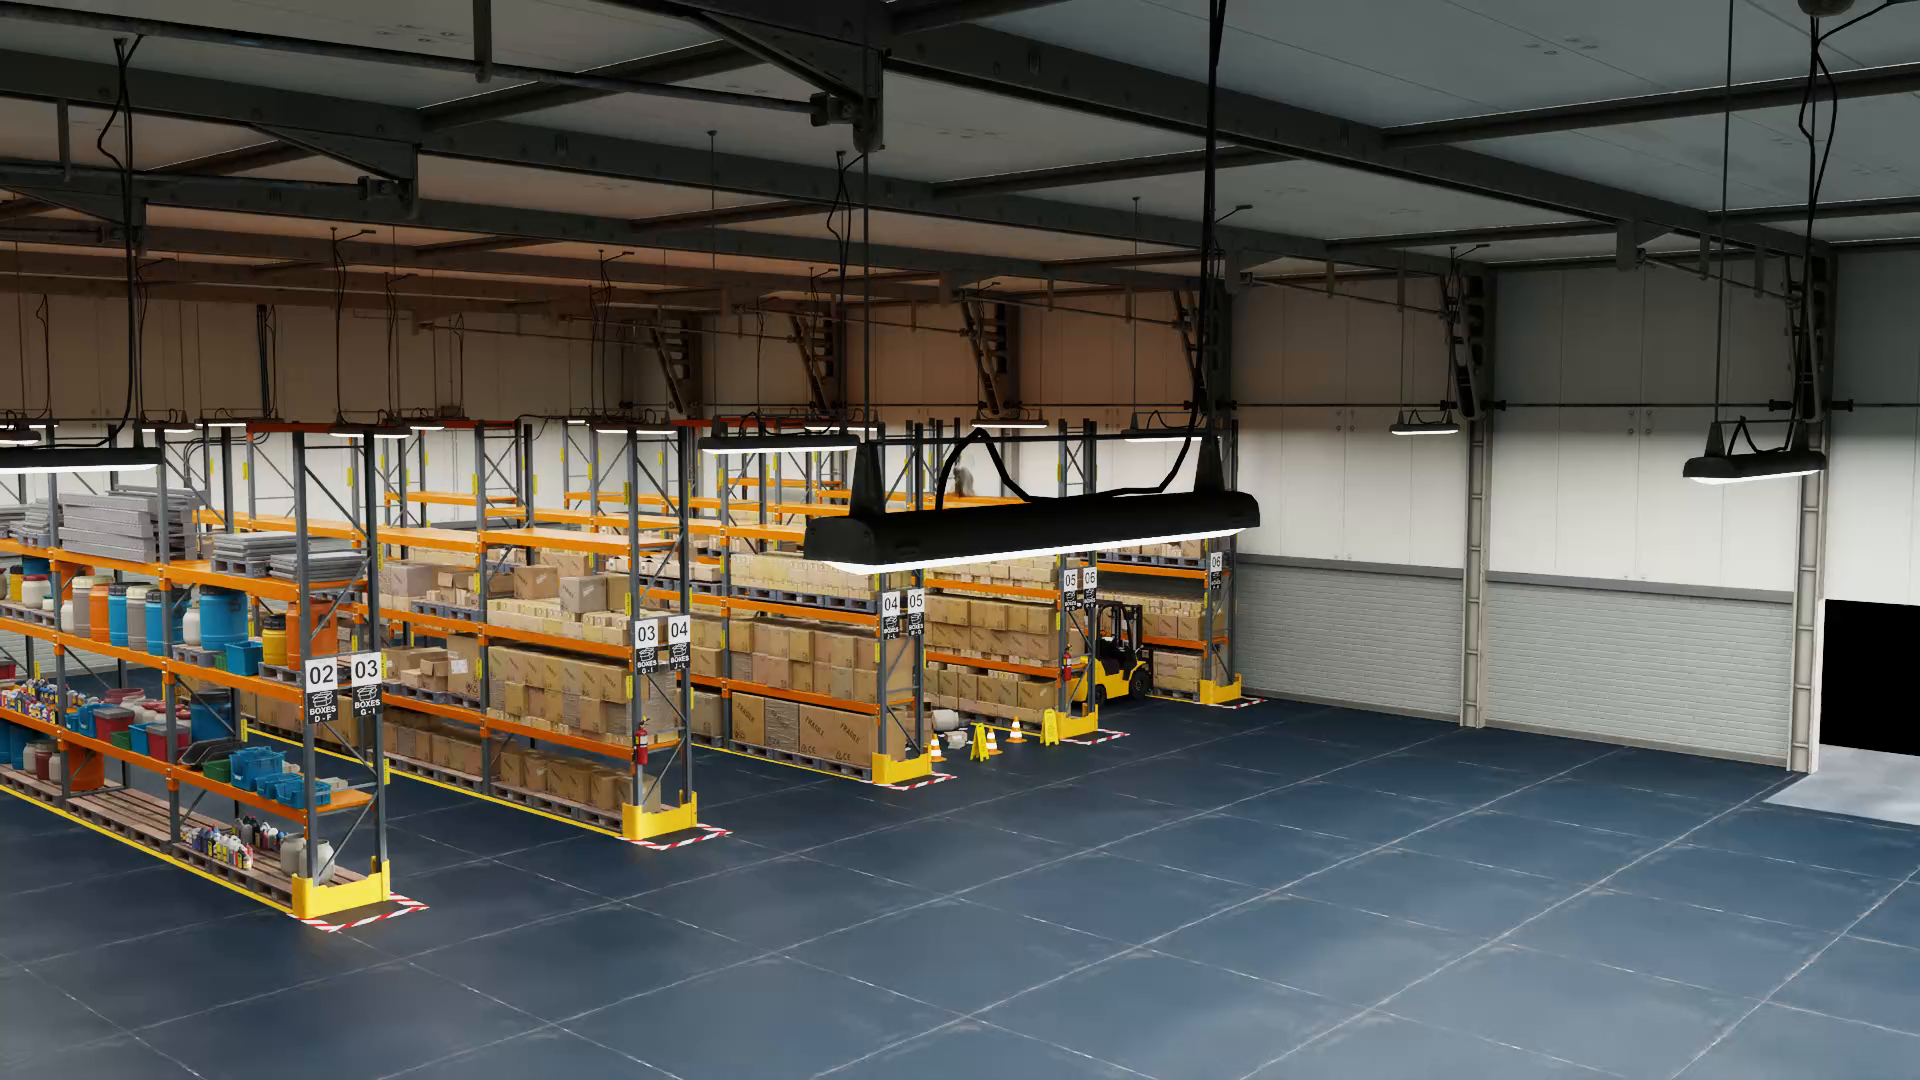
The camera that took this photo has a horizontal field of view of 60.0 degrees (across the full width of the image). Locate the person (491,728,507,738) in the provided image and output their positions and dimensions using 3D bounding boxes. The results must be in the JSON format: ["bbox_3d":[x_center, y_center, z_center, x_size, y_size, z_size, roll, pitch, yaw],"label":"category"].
[{"bbox_3d":[-8.674,2.957,31.039,0.929,1.645,0.585,3,6,36],"label":"person"}]

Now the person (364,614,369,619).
[{"bbox_3d":[-13.212,2.455,36.734,0.719,1.718,0.592,-4,6,-39],"label":"person"}]
